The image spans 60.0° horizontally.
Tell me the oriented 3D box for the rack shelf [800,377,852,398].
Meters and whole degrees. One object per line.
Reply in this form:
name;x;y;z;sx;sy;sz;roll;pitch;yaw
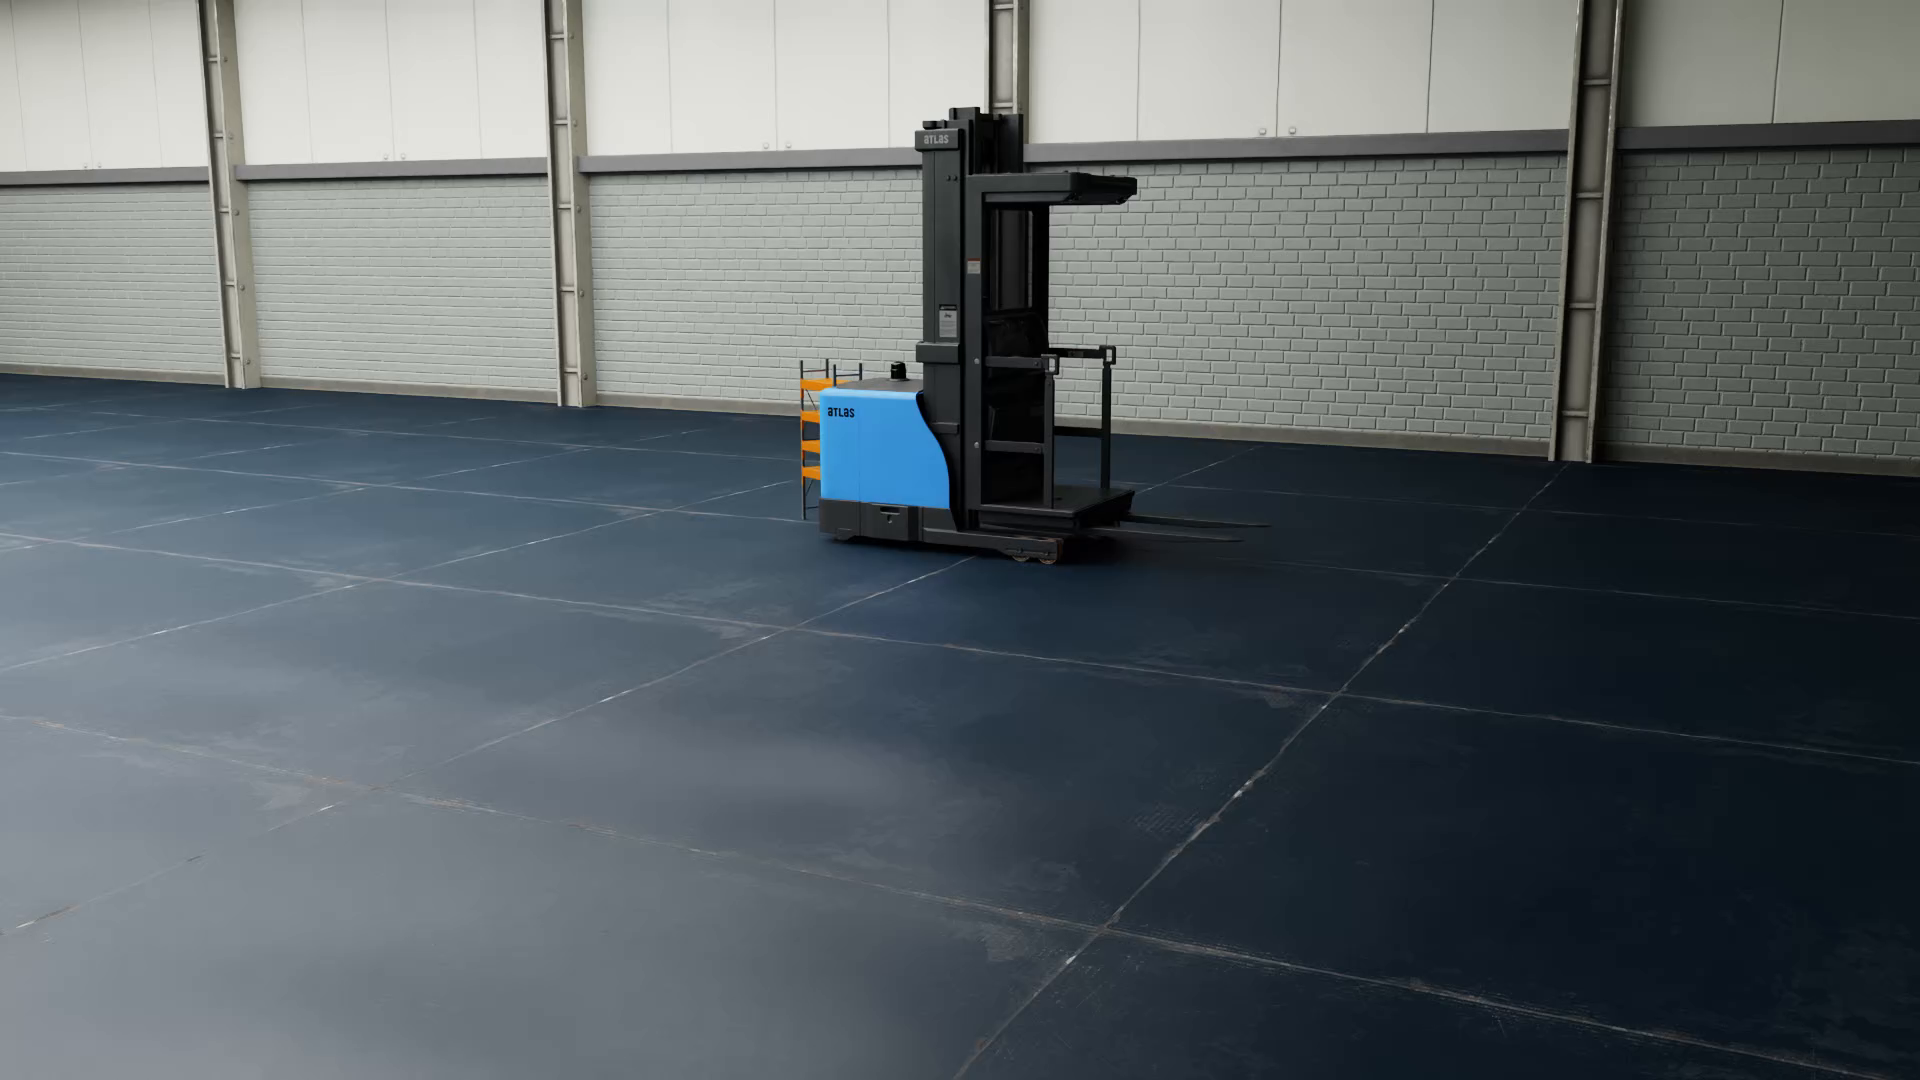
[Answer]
rack shelf;-0.953;-1.109;12.282;0.258;0.148;0.480;-7;12;-34

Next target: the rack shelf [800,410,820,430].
rack shelf;-0.953;-0.876;12.325;0.258;0.148;0.480;-7;12;-34

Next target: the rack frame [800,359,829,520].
rack frame;-1.091;-0.758;12.550;0.240;1.200;0.015;-7;12;-34

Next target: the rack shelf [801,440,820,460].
rack shelf;-0.953;-0.656;12.364;0.258;0.148;0.480;-7;12;-34

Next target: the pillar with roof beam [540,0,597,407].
pillar with roof beam;-6.782;-5.457;16.612;0.400;9.000;9.100;5;11;26

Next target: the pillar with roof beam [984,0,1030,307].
pillar with roof beam;-1.401;-4.984;13.999;0.400;9.000;9.100;5;11;26

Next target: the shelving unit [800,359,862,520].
shelving unit;-0.953;-0.722;12.352;0.258;1.200;0.503;-7;12;-34

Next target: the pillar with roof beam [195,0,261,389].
pillar with roof beam;-12.163;-5.929;19.224;0.400;9.000;9.100;5;11;26

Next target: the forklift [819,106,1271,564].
forklift;0.562;-1.392;11.190;3.031;2.935;1.130;5;11;26

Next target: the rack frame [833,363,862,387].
rack frame;-0.815;-0.687;12.154;0.240;1.200;0.015;-7;12;-34

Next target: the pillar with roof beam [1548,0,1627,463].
pillar with roof beam;3.979;-4.511;11.387;0.400;9.000;9.100;5;11;26

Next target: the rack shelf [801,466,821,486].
rack shelf;-0.953;-0.461;12.400;0.258;0.148;0.480;-7;12;-34
